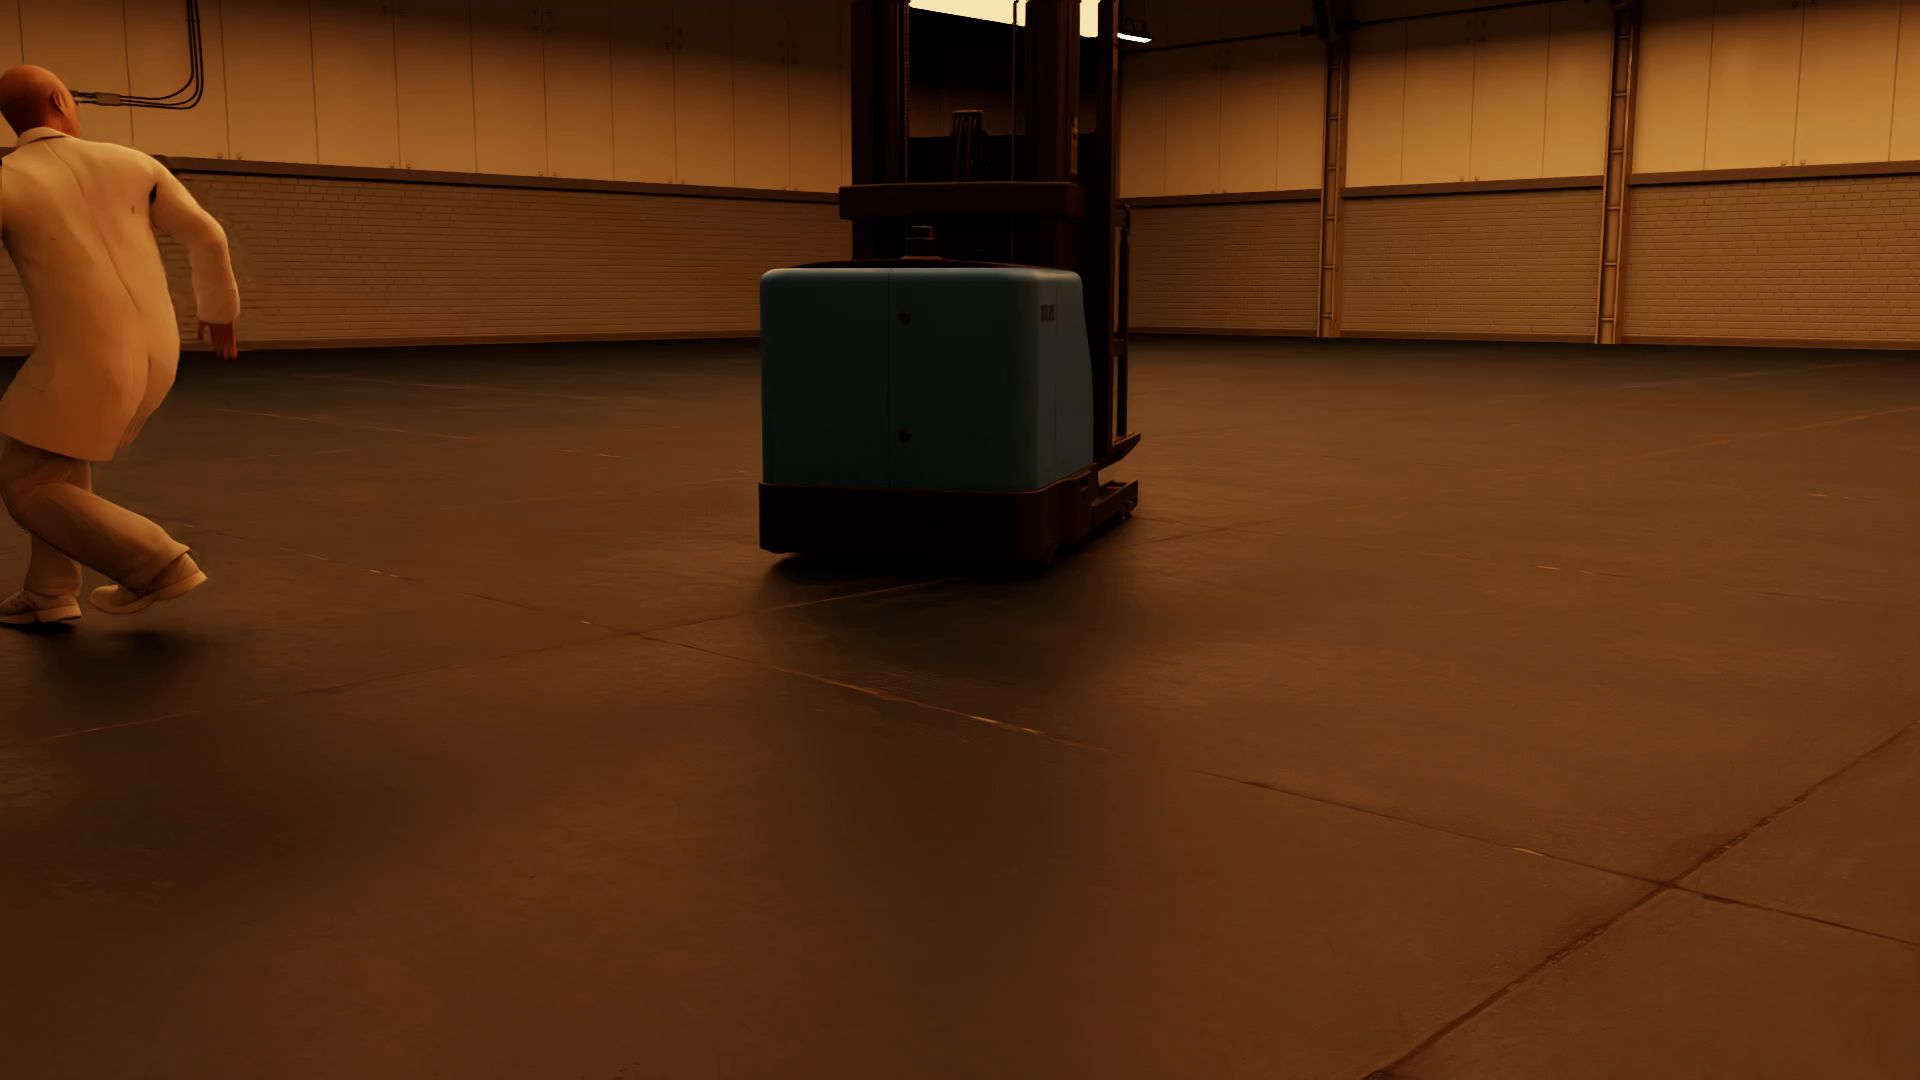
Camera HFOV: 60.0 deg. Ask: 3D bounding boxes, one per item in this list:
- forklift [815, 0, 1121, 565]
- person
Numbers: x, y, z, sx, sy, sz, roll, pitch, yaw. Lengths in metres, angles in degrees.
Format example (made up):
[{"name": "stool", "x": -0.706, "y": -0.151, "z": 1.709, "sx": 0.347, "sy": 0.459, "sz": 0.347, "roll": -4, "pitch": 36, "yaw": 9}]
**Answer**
[{"name": "forklift", "x": -0.049, "y": -1.540, "z": 7.102, "sx": 1.130, "sy": 2.935, "sz": 3.031, "roll": -1, "pitch": 9, "yaw": -4}, {"name": "person", "x": -2.827, "y": -0.562, "z": 4.784, "sx": 0.551, "sy": 1.728, "sz": 0.825, "roll": 8, "pitch": 11, "yaw": 42}]
